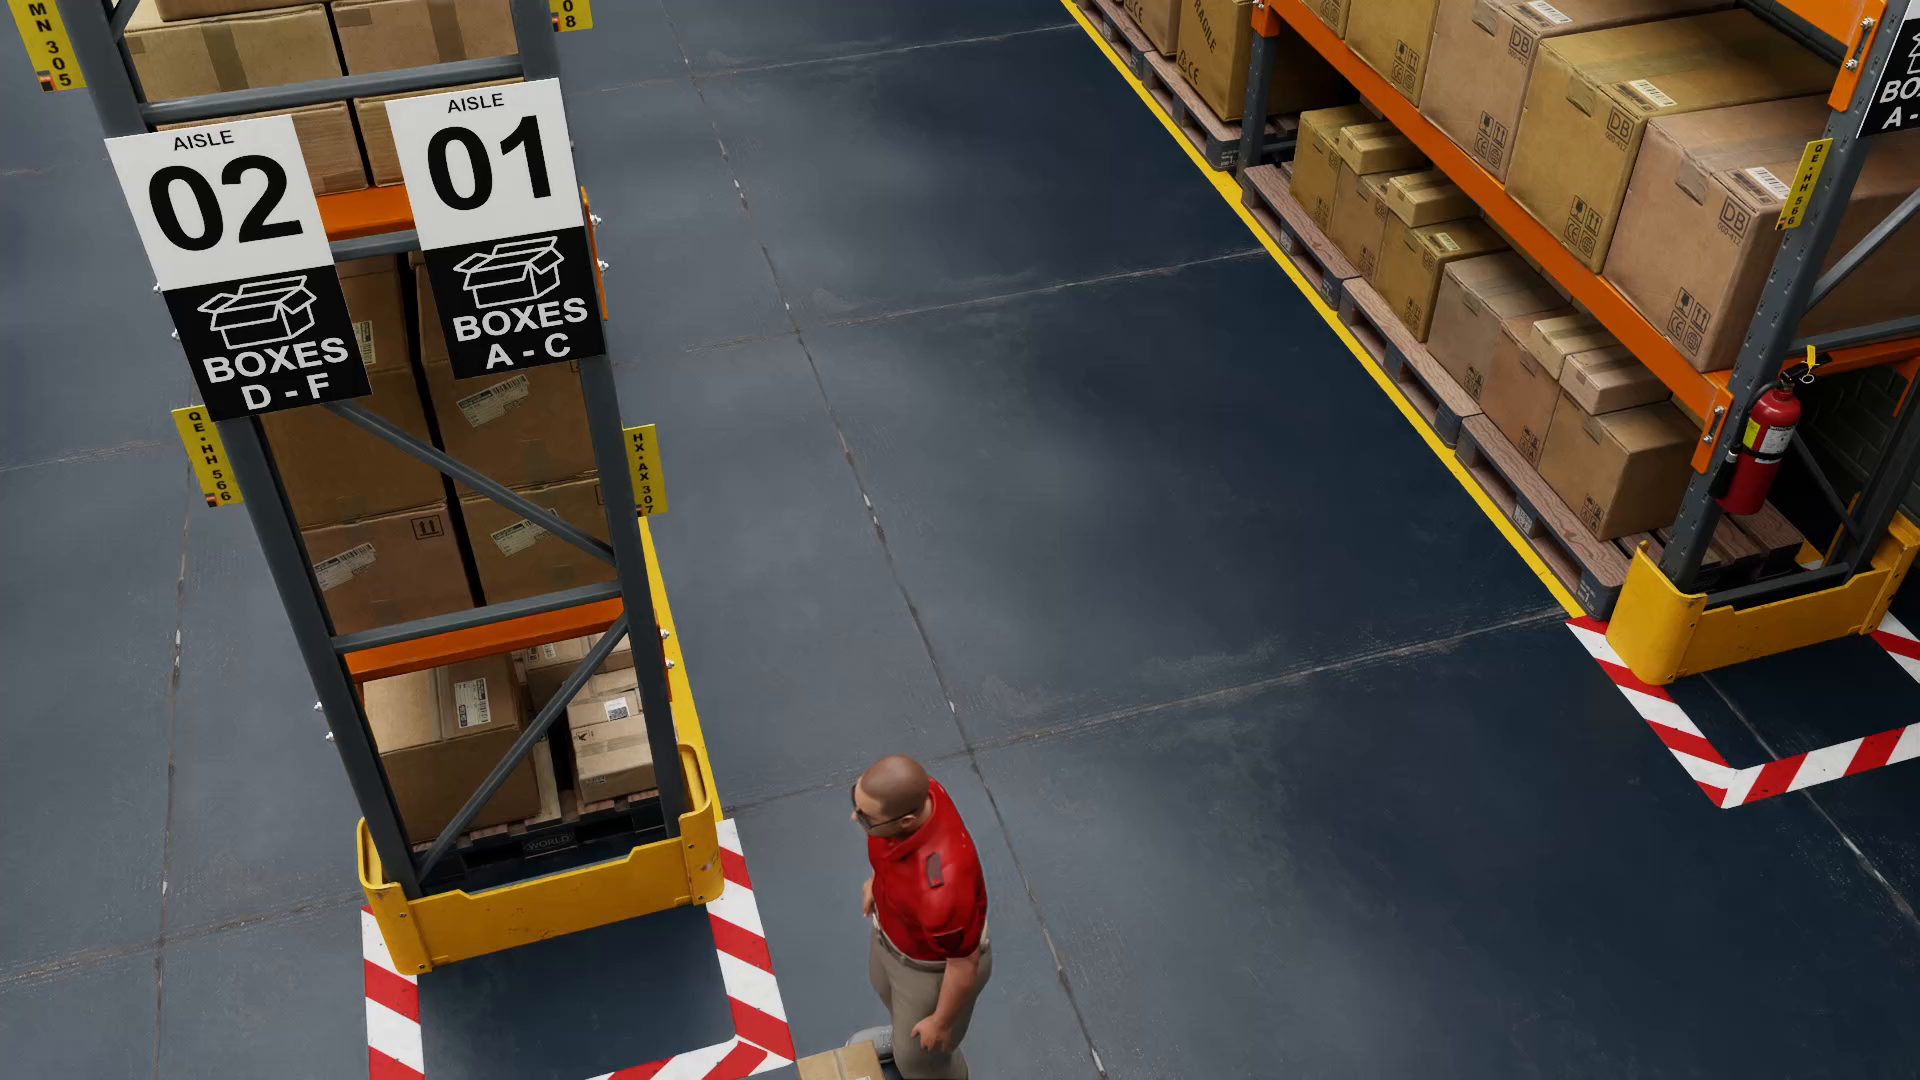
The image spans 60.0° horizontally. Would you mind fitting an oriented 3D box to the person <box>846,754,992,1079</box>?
[{"bbox_3d":[-0.122,1.189,4.847,0.388,1.727,0.598,-13,44,-14],"label":"person"}]
